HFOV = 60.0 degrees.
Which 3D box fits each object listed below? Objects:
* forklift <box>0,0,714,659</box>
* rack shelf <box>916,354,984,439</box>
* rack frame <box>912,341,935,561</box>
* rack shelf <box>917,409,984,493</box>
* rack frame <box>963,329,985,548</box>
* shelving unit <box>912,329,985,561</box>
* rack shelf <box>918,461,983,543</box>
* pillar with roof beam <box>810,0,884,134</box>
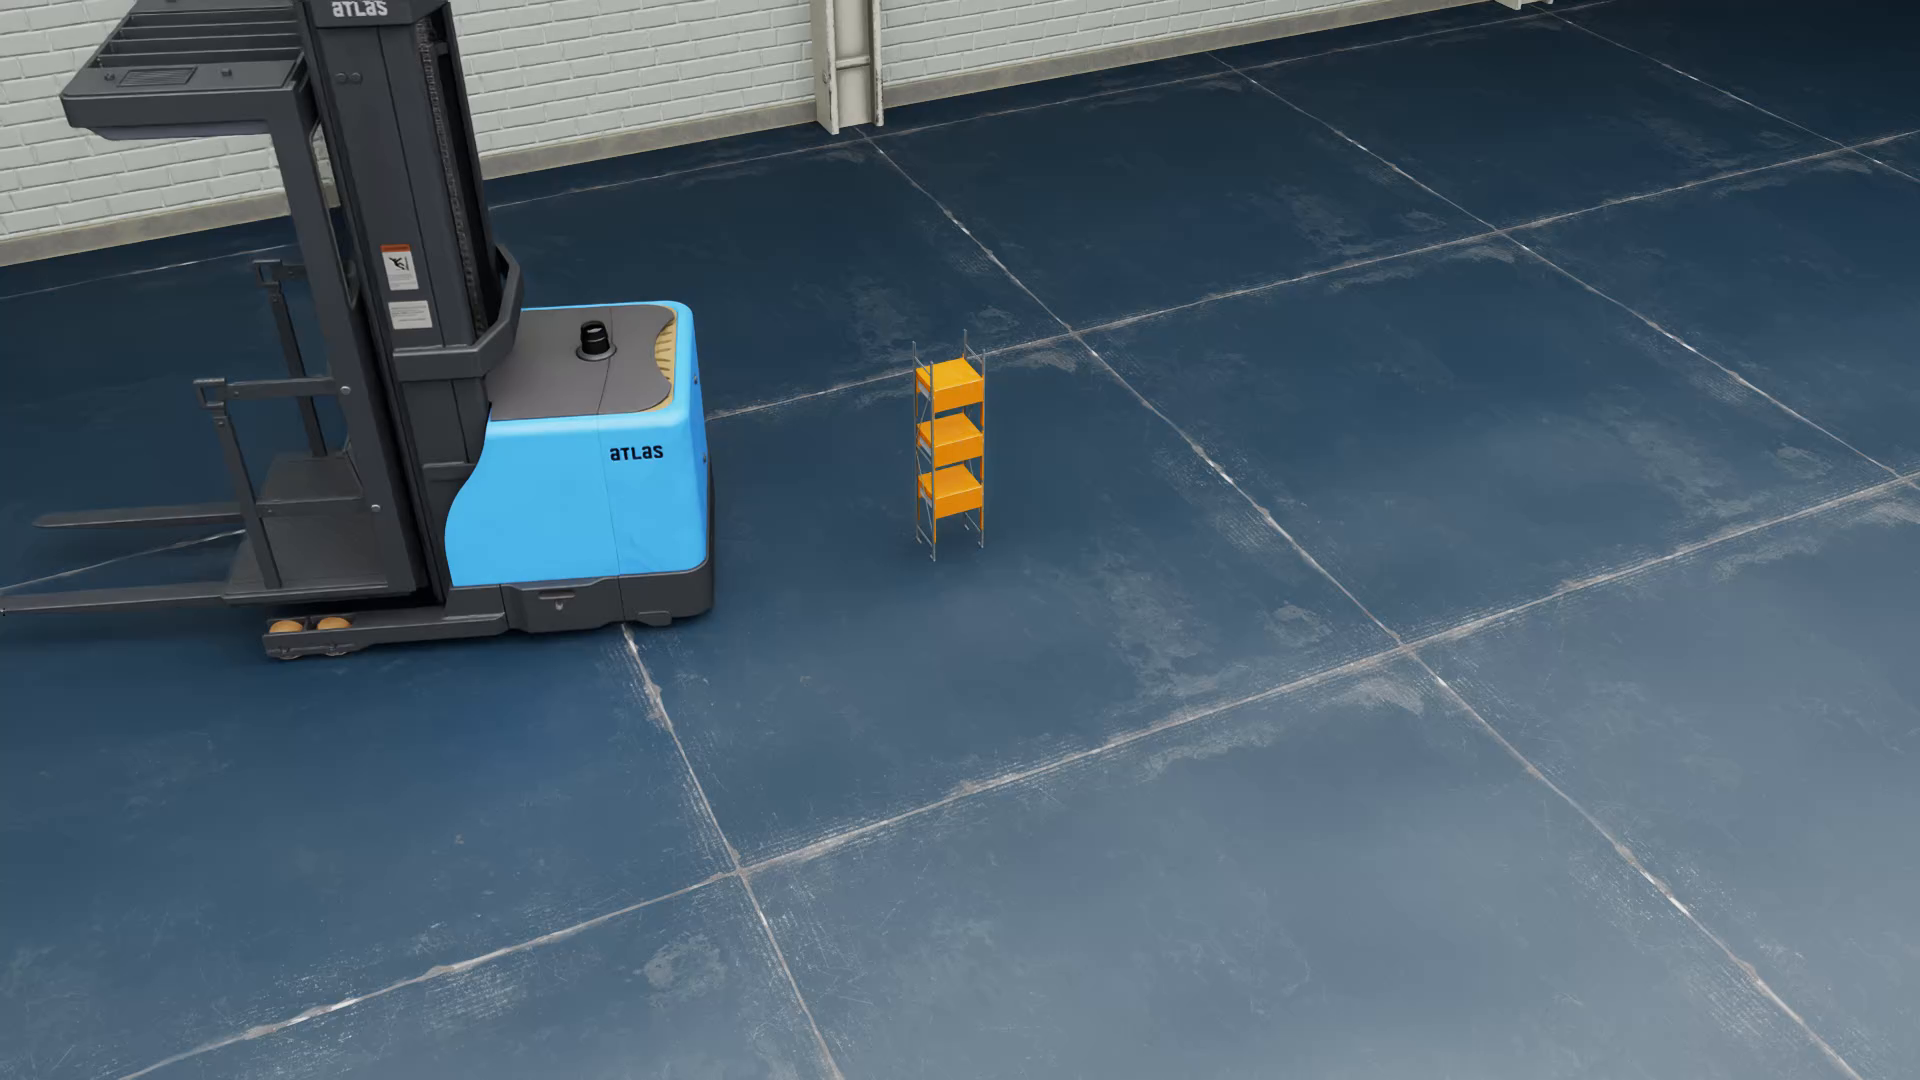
[{"bbox_3d":[-2.631,-1.004,6.644,3.031,2.935,1.130,-4,37,-5],"label":"forklift"},{"bbox_3d":[-0.048,-0.628,7.256,0.240,0.259,0.215,-16,39,-20],"label":"rack shelf"},{"bbox_3d":[-0.159,-0.377,7.377,0.008,1.050,0.200,-16,39,-20],"label":"rack frame"},{"bbox_3d":[-0.048,-0.400,7.425,0.240,0.259,0.215,-16,39,-20],"label":"rack shelf"},{"bbox_3d":[0.062,-0.439,7.461,0.008,1.050,0.200,-16,39,-20],"label":"rack frame"},{"bbox_3d":[-0.048,-0.408,7.419,0.252,1.050,0.215,-16,39,-20],"label":"shelving unit"},{"bbox_3d":[-0.048,-0.176,7.591,0.240,0.259,0.215,-16,39,-20],"label":"rack shelf"},{"bbox_3d":[1.053,-4.241,5.914,0.400,9.000,9.100,-16,39,-20],"label":"pillar with roof beam"}]
